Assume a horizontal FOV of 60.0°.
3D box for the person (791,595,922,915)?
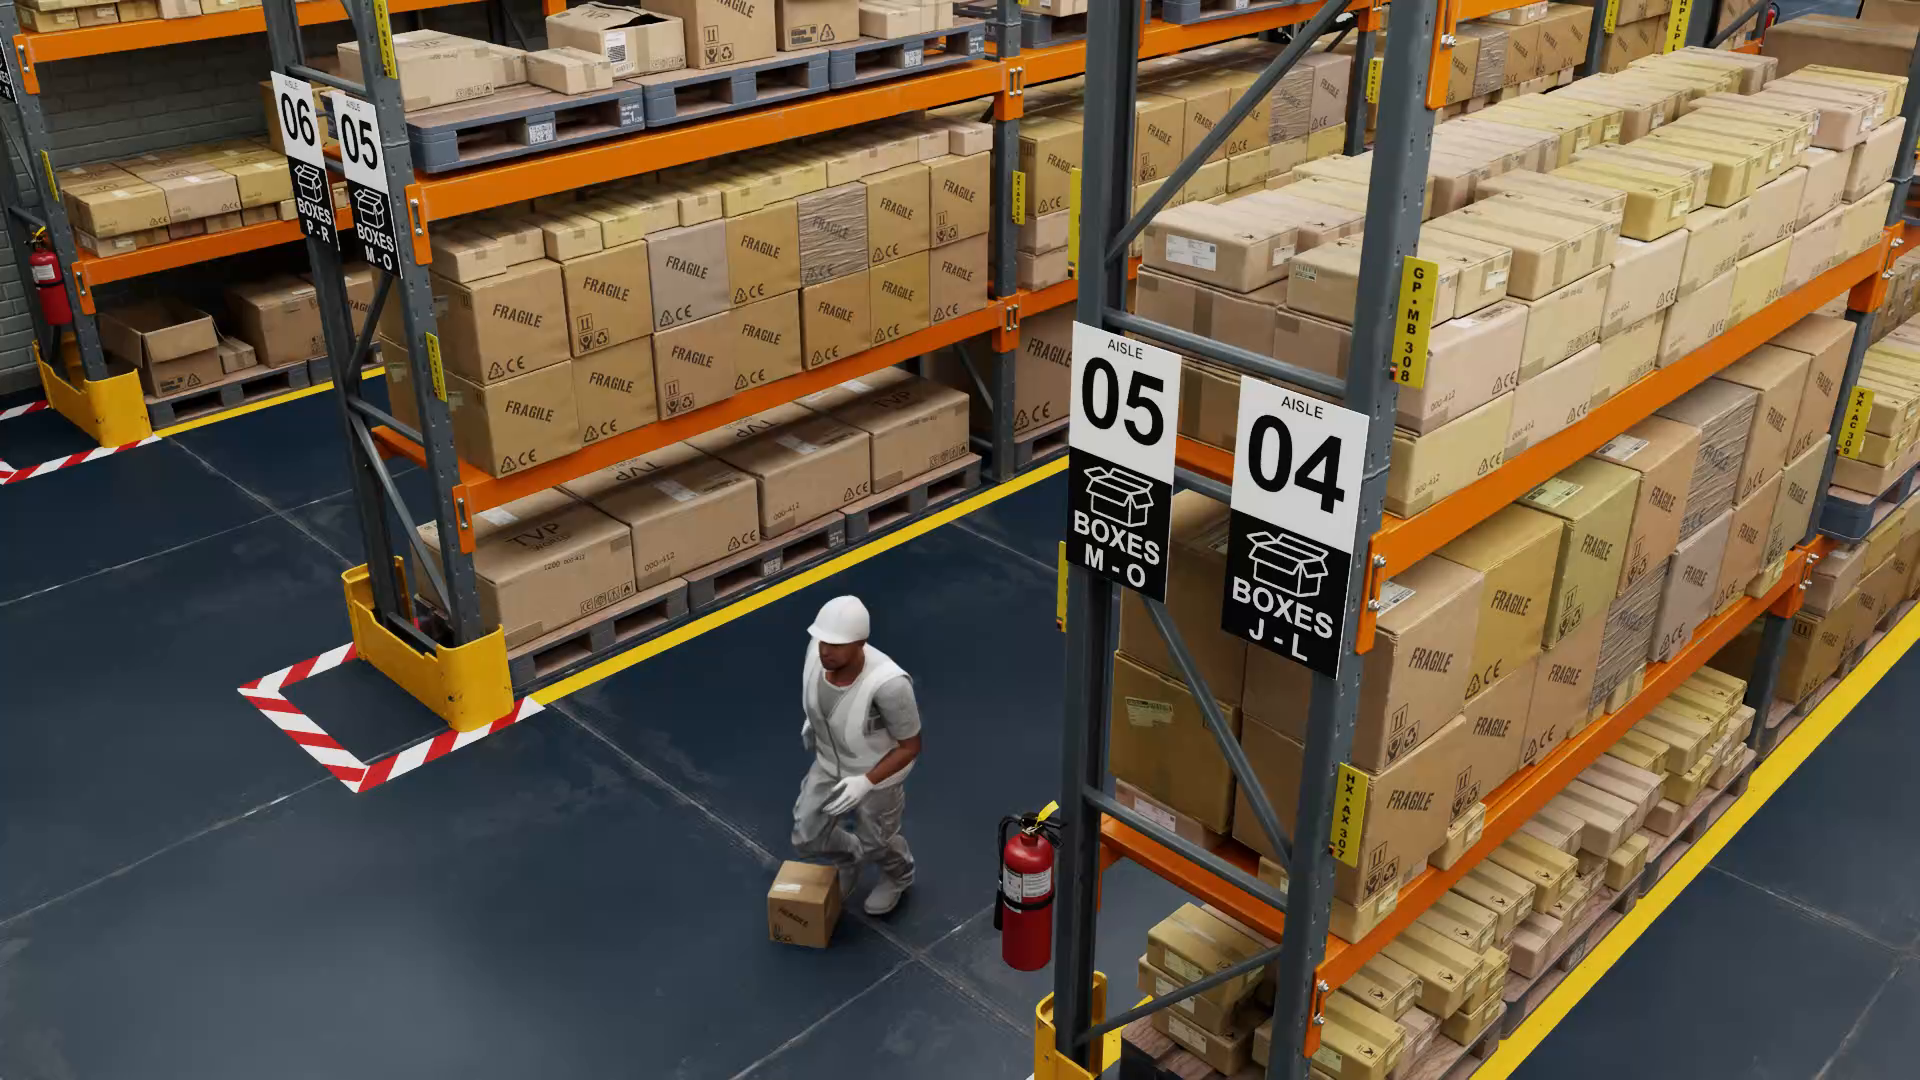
[{"bbox_3d":[-0.421,0.931,6.864,0.683,1.724,0.708,19,33,32],"label":"person"}]
